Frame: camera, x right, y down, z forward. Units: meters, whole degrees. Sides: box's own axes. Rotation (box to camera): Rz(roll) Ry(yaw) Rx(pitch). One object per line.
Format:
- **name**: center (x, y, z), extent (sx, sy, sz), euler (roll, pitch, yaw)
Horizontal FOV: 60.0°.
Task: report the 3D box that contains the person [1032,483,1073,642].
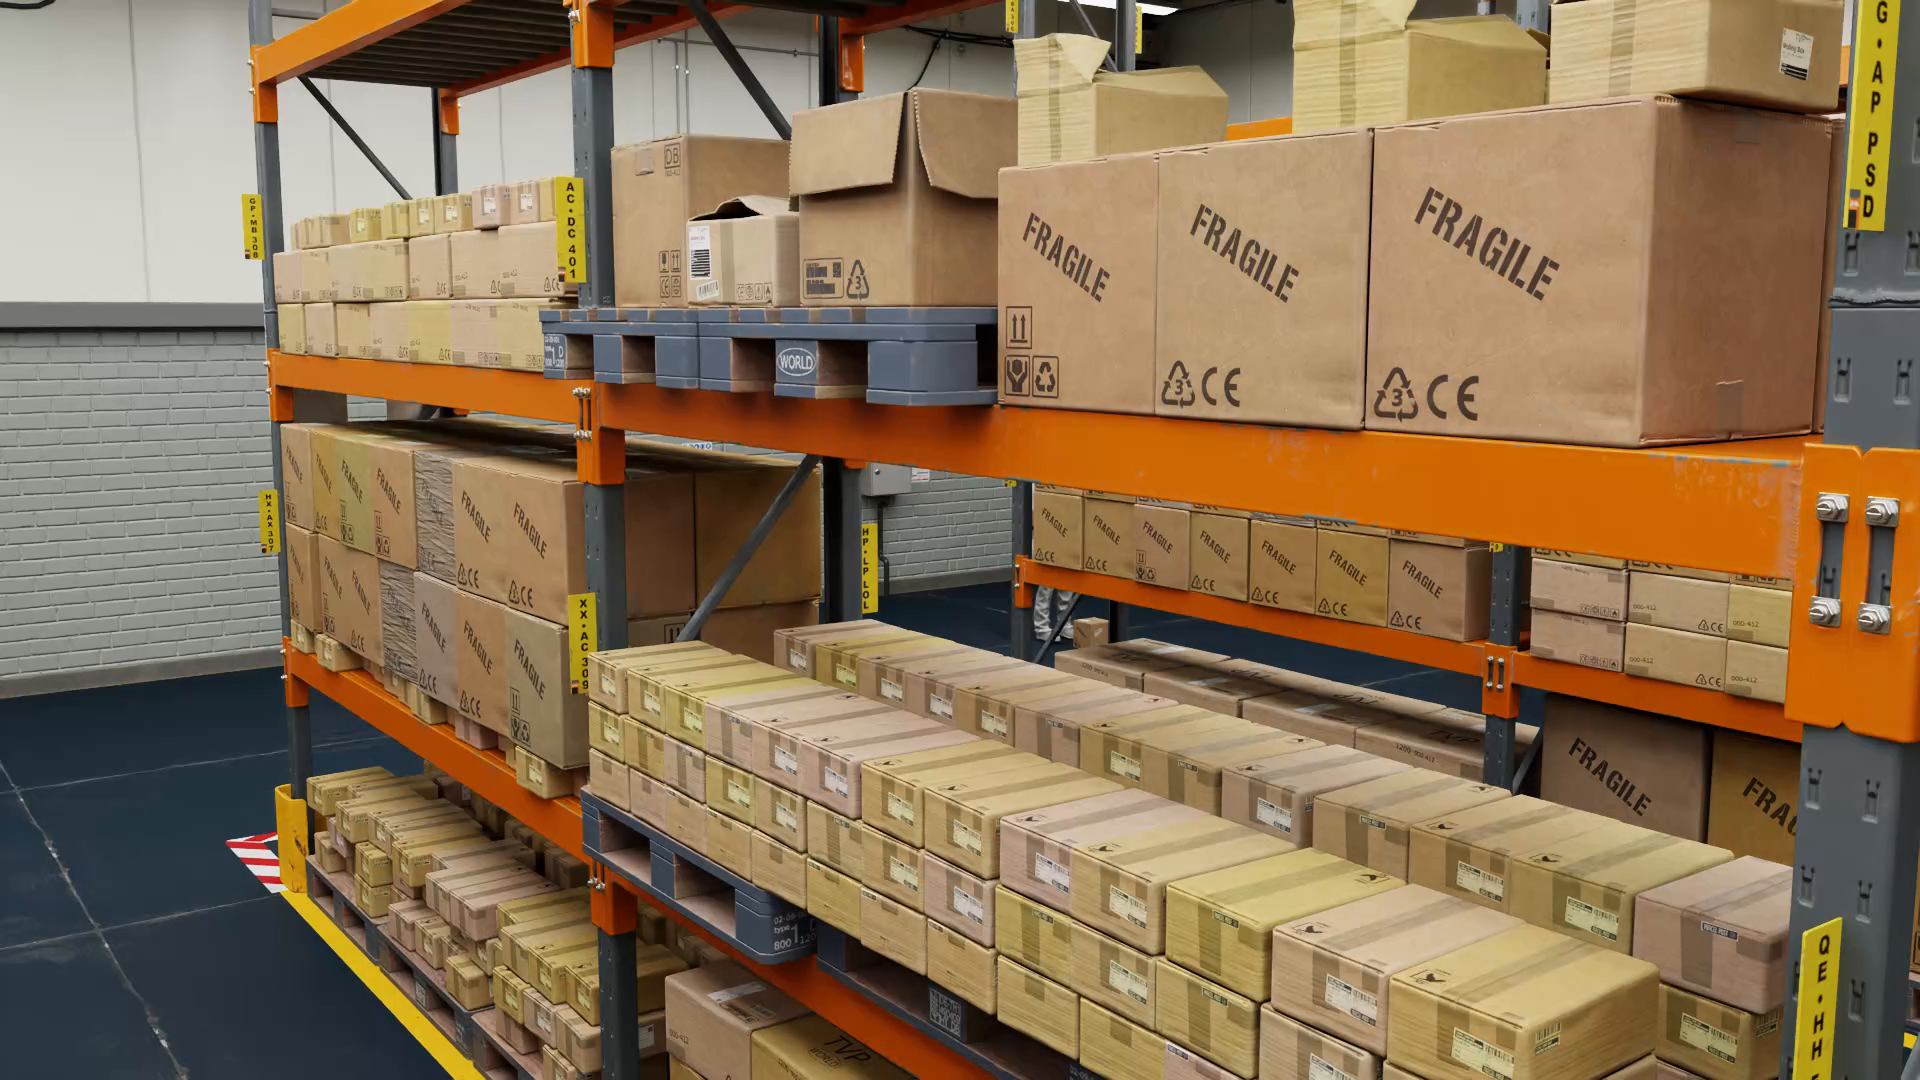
- **person**: center (0.918, 0.039, 15.396), extent (0.547, 1.787, 0.369), euler (-5, 9, -35)
